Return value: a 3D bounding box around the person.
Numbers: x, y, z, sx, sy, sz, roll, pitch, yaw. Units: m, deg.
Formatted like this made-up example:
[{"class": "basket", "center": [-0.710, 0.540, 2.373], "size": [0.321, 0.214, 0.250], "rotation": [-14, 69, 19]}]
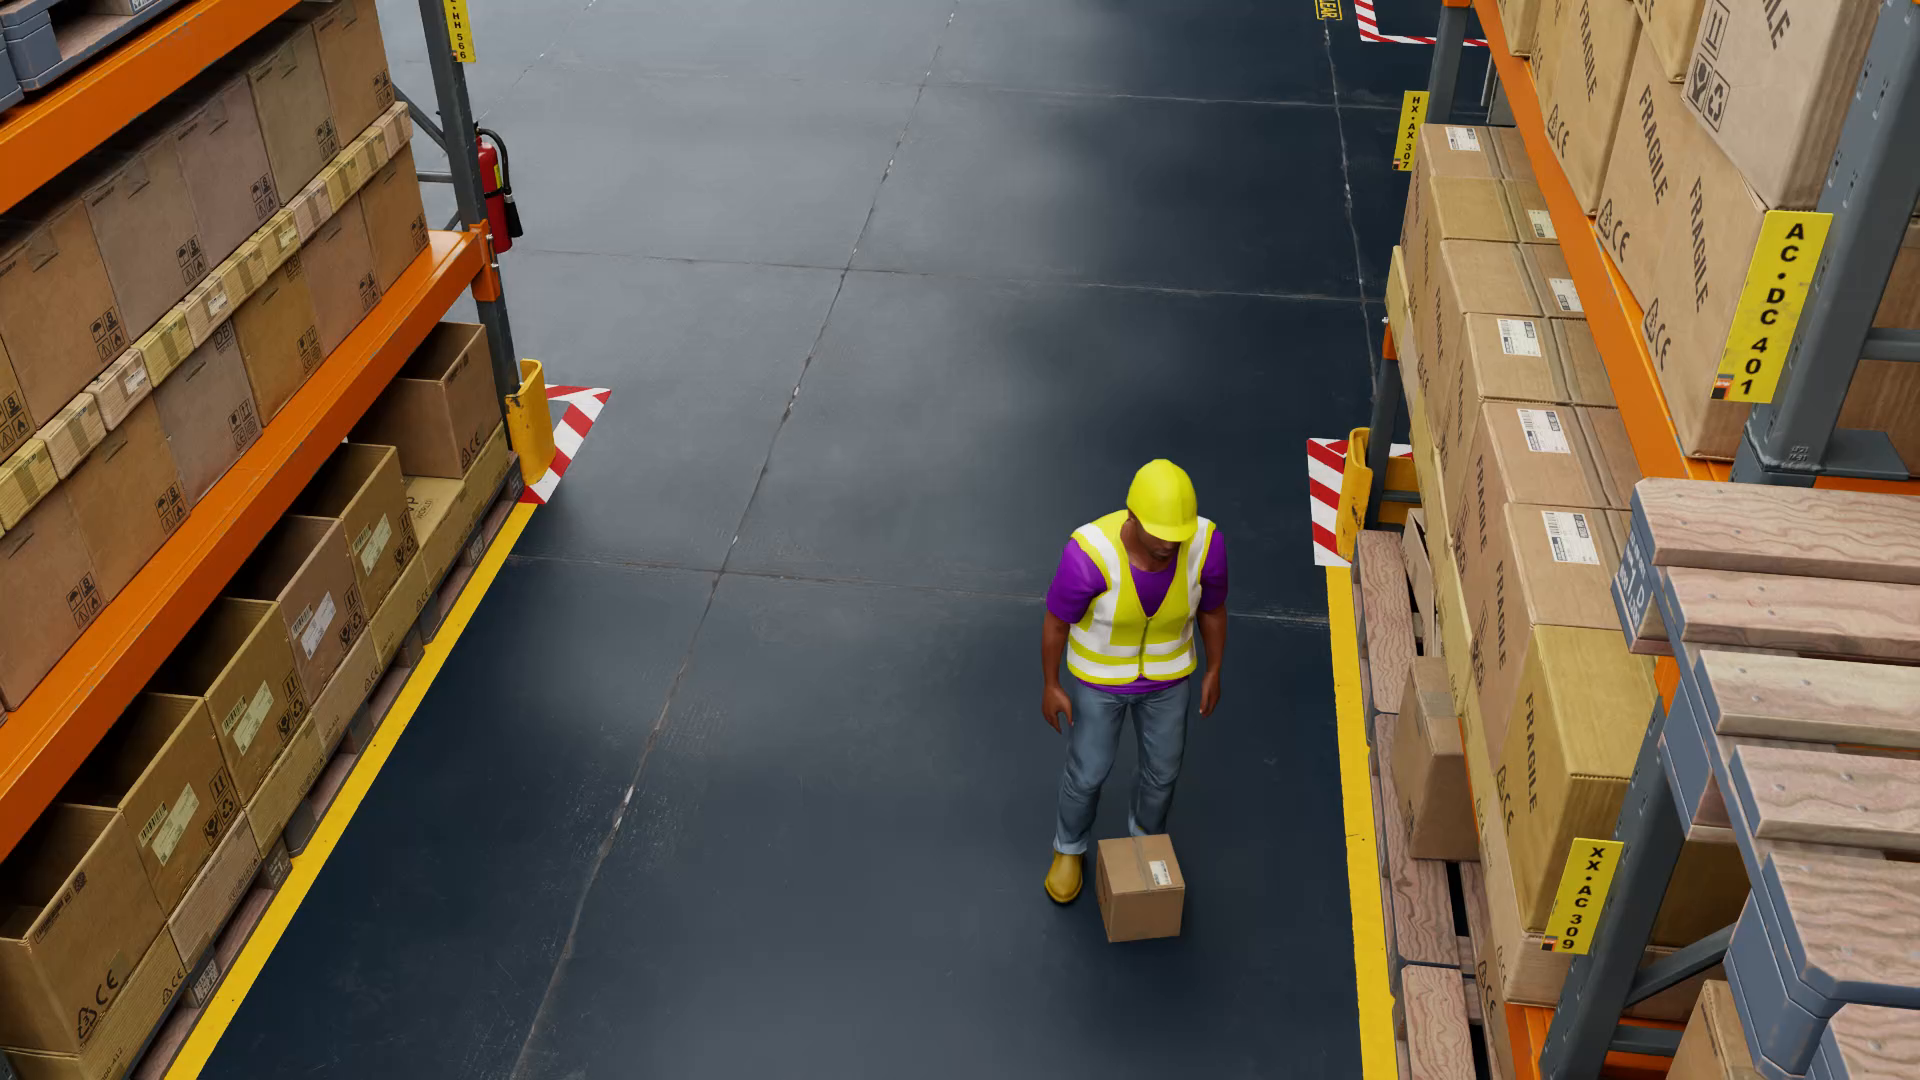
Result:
[{"class": "person", "center": [0.576, 0.462, 5.496], "size": [0.625, 1.759, 0.463], "rotation": [-5, 36, -6]}]
